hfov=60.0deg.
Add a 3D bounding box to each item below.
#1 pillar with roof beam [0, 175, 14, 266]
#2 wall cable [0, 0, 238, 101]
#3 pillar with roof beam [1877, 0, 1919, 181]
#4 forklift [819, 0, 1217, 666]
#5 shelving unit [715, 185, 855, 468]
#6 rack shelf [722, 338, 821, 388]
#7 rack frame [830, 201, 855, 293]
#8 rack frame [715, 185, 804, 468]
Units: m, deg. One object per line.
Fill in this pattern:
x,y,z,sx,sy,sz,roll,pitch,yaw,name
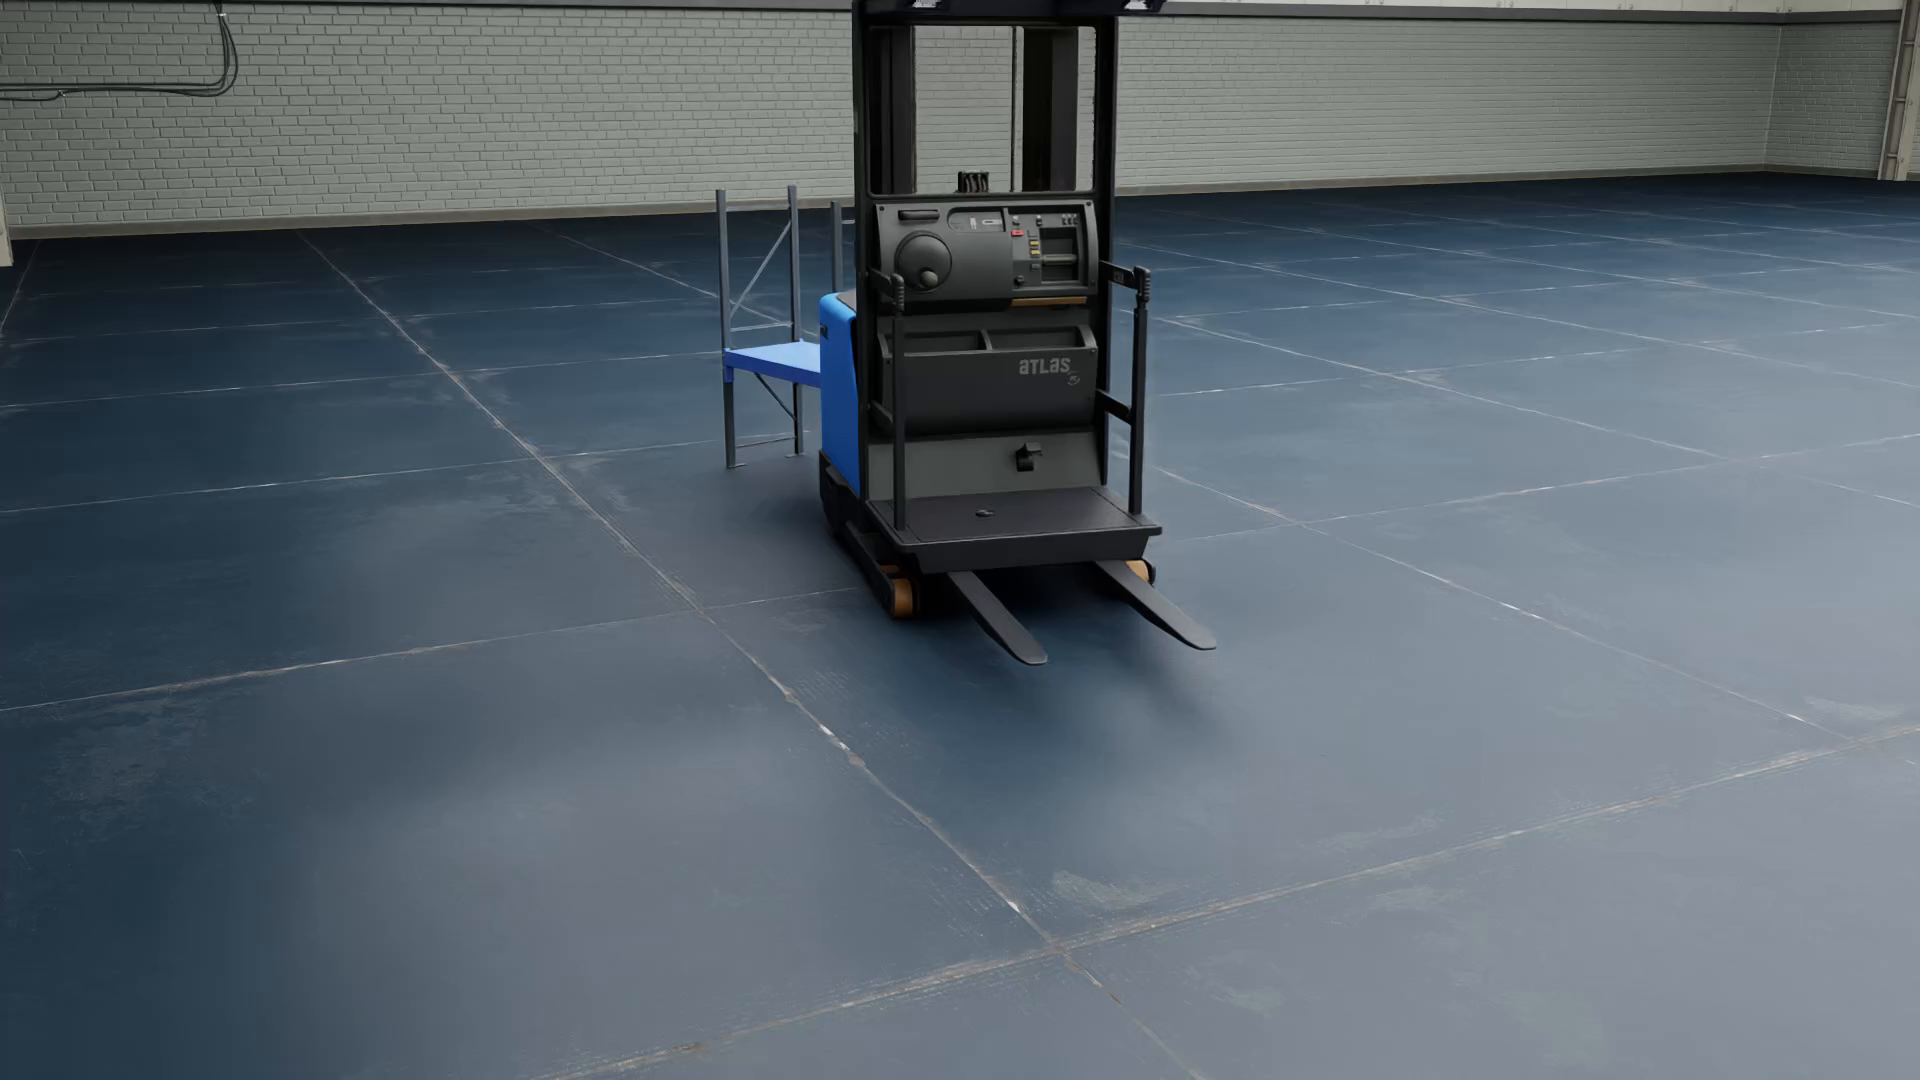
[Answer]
-6.743,-7.880,18.897,9.100,9.000,0.400,-8,18,-25,pillar with roof beam
-10.715,-6.758,20.615,3.097,2.526,0.112,-8,18,-25,wall cable
13.834,-10.646,28.536,9.100,9.000,0.400,-8,18,-25,pillar with roof beam
0.172,-1.210,6.653,1.130,2.935,3.031,-4,17,-14,forklift
-0.755,-1.056,8.711,0.538,1.500,1.048,-13,21,-39,shelving unit
-0.755,-0.883,8.761,0.538,0.185,1.000,-13,21,-39,rack shelf
-0.424,-0.949,8.340,0.500,1.500,0.032,-13,21,-39,rack frame
-1.085,-1.163,9.083,0.500,1.500,0.032,-13,21,-39,rack frame
